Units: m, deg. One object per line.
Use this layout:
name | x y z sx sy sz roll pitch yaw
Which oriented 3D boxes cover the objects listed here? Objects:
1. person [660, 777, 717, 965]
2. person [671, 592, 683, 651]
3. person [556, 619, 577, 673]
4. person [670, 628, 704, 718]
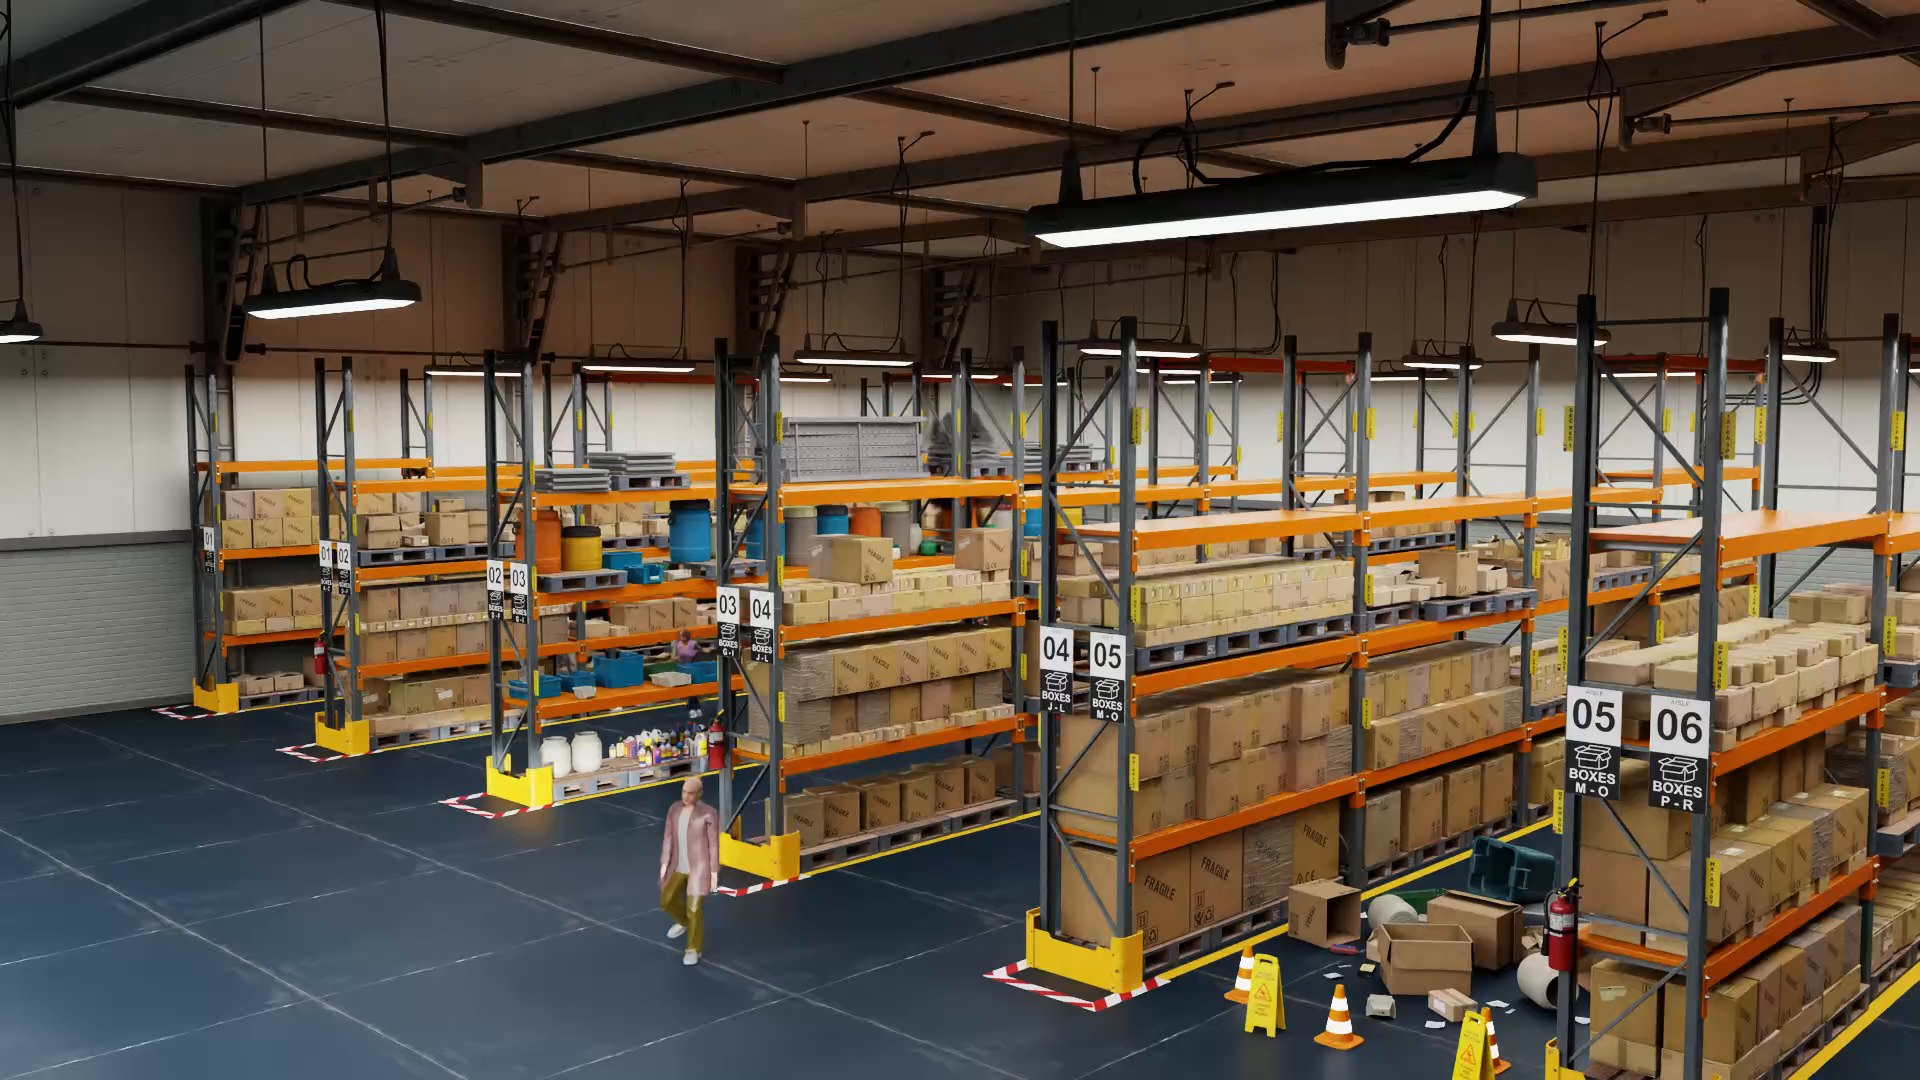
person | -2.566 3.070 15.758 0.737 1.751 0.664 2 5 25
person | -5.508 1.705 32.865 0.833 1.595 0.498 -4 6 -45
person | -7.169 2.118 30.274 0.764 1.557 0.813 1 5 15
person | -4.596 2.261 28.029 0.498 1.530 0.808 1 4 8
